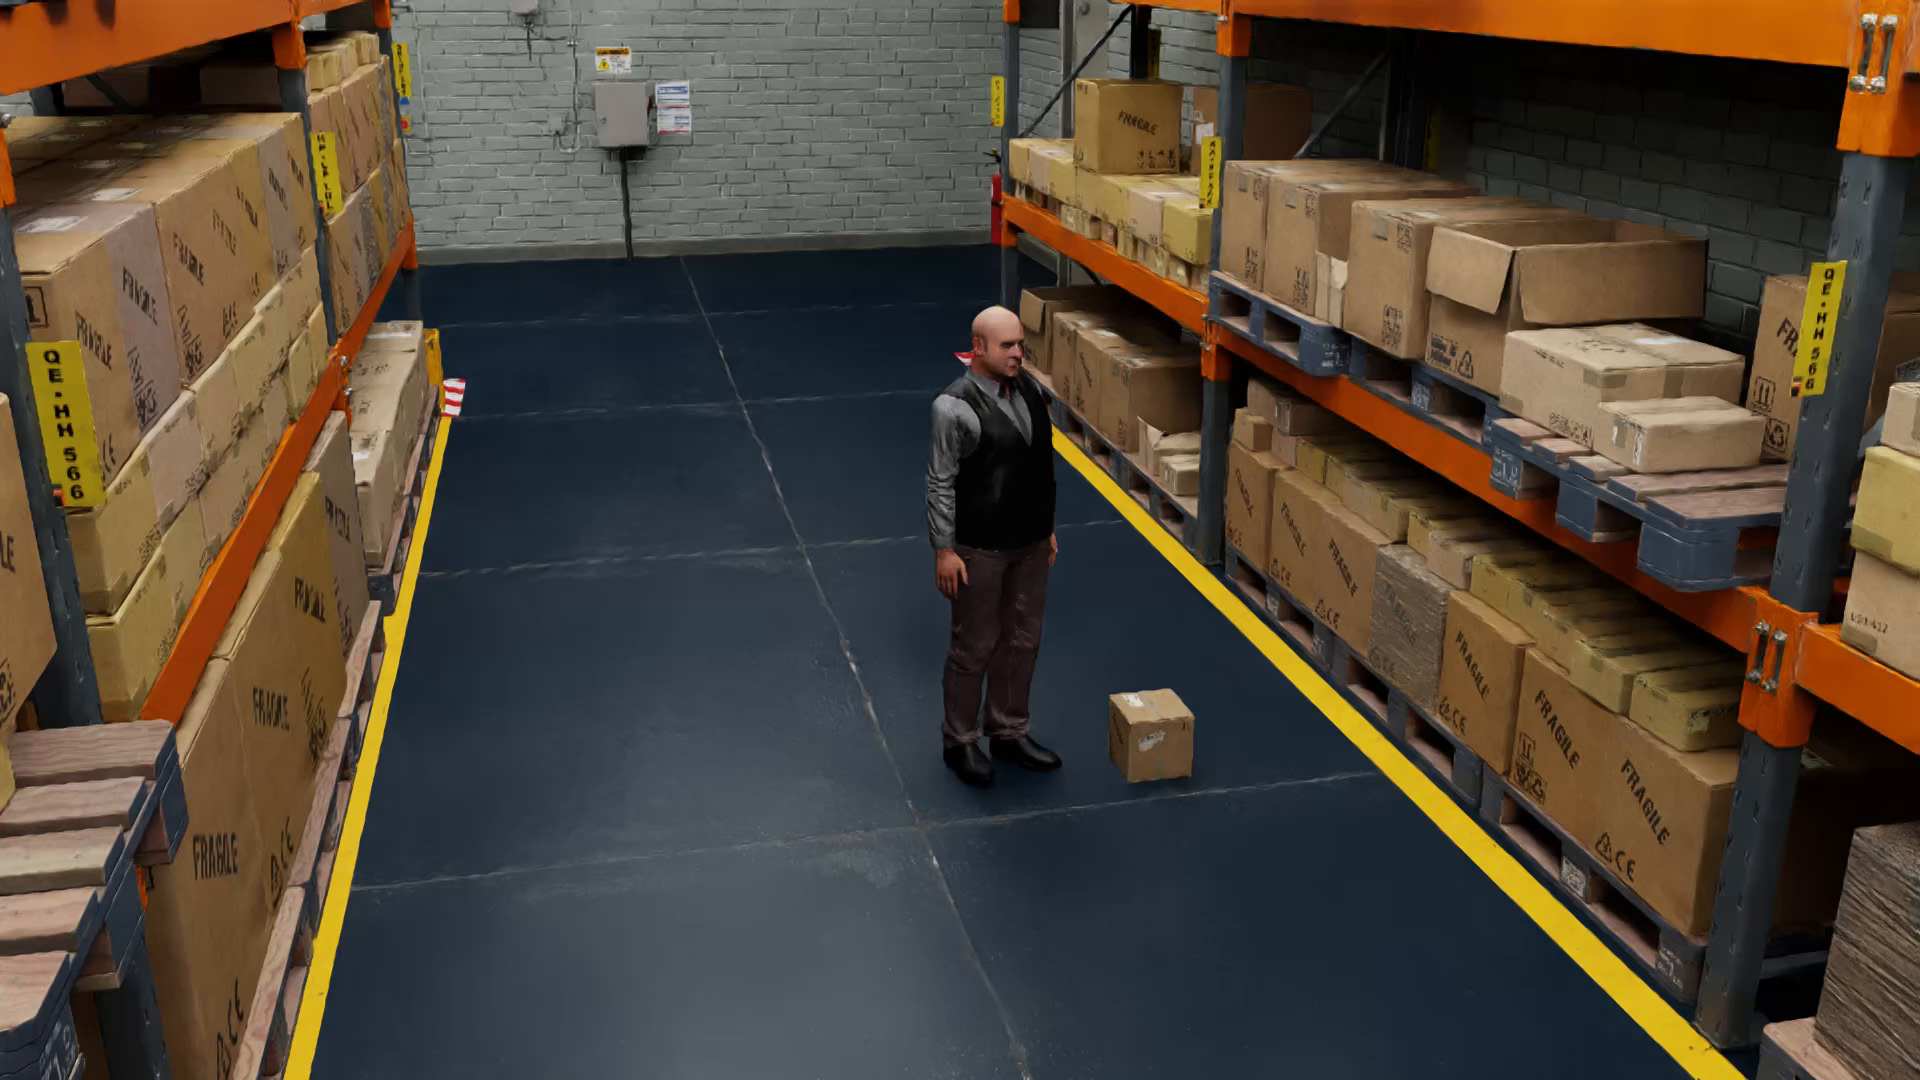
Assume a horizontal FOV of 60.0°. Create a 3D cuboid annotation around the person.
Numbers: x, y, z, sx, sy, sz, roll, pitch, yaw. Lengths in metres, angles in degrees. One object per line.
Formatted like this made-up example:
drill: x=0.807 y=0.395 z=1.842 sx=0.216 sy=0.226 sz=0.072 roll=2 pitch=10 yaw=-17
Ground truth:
person: x=0.149 y=0.072 z=6.026 sx=0.409 sy=1.640 sz=0.573 roll=17 pitch=26 yaw=40
